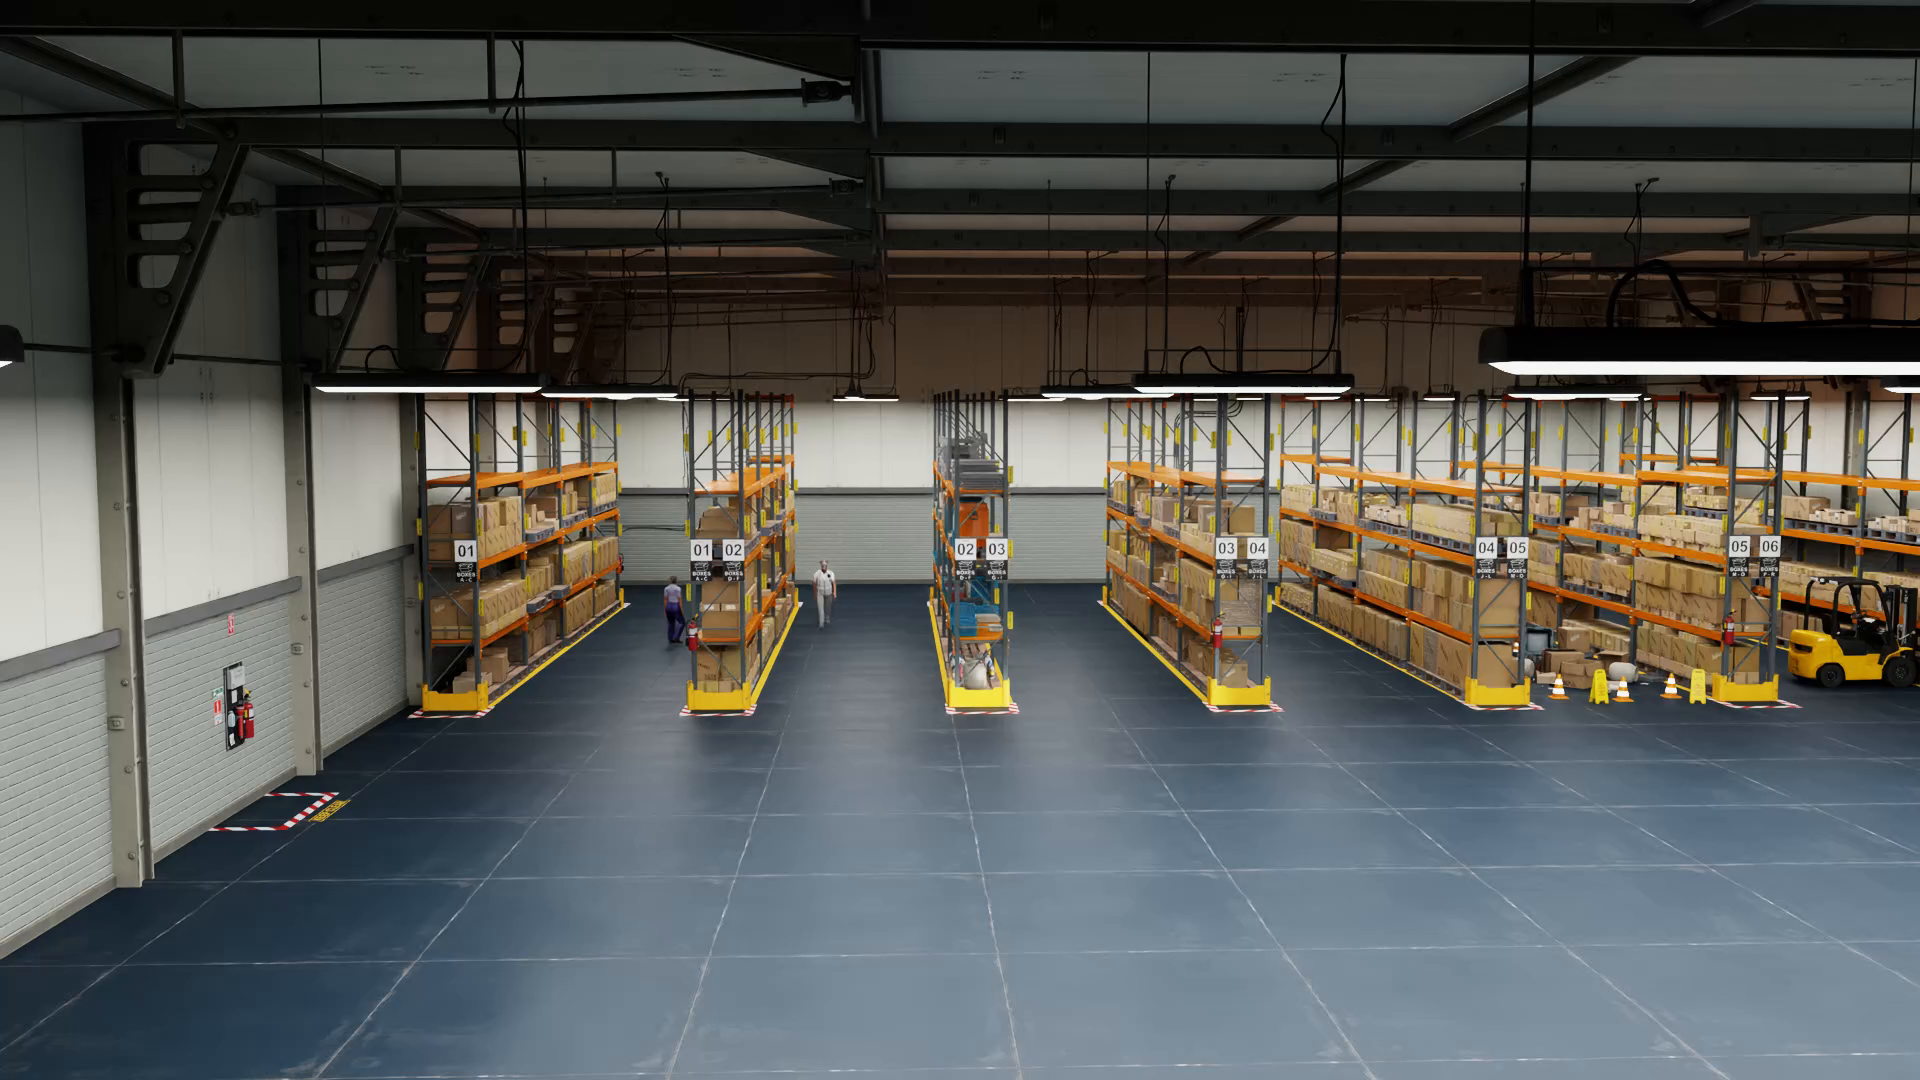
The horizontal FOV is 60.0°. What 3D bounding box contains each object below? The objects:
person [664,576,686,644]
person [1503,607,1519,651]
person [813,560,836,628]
[{"bbox_3d":[-6.833,1.673,39.670,0.543,1.645,0.493,2,5,23],"label":"person"},{"bbox_3d":[12.693,1.744,38.340,0.559,1.749,0.435,-2,5,-25],"label":"person"},{"bbox_3d":[-3.487,1.359,42.780,0.591,1.708,1.078,-1,5,-6],"label":"person"}]
